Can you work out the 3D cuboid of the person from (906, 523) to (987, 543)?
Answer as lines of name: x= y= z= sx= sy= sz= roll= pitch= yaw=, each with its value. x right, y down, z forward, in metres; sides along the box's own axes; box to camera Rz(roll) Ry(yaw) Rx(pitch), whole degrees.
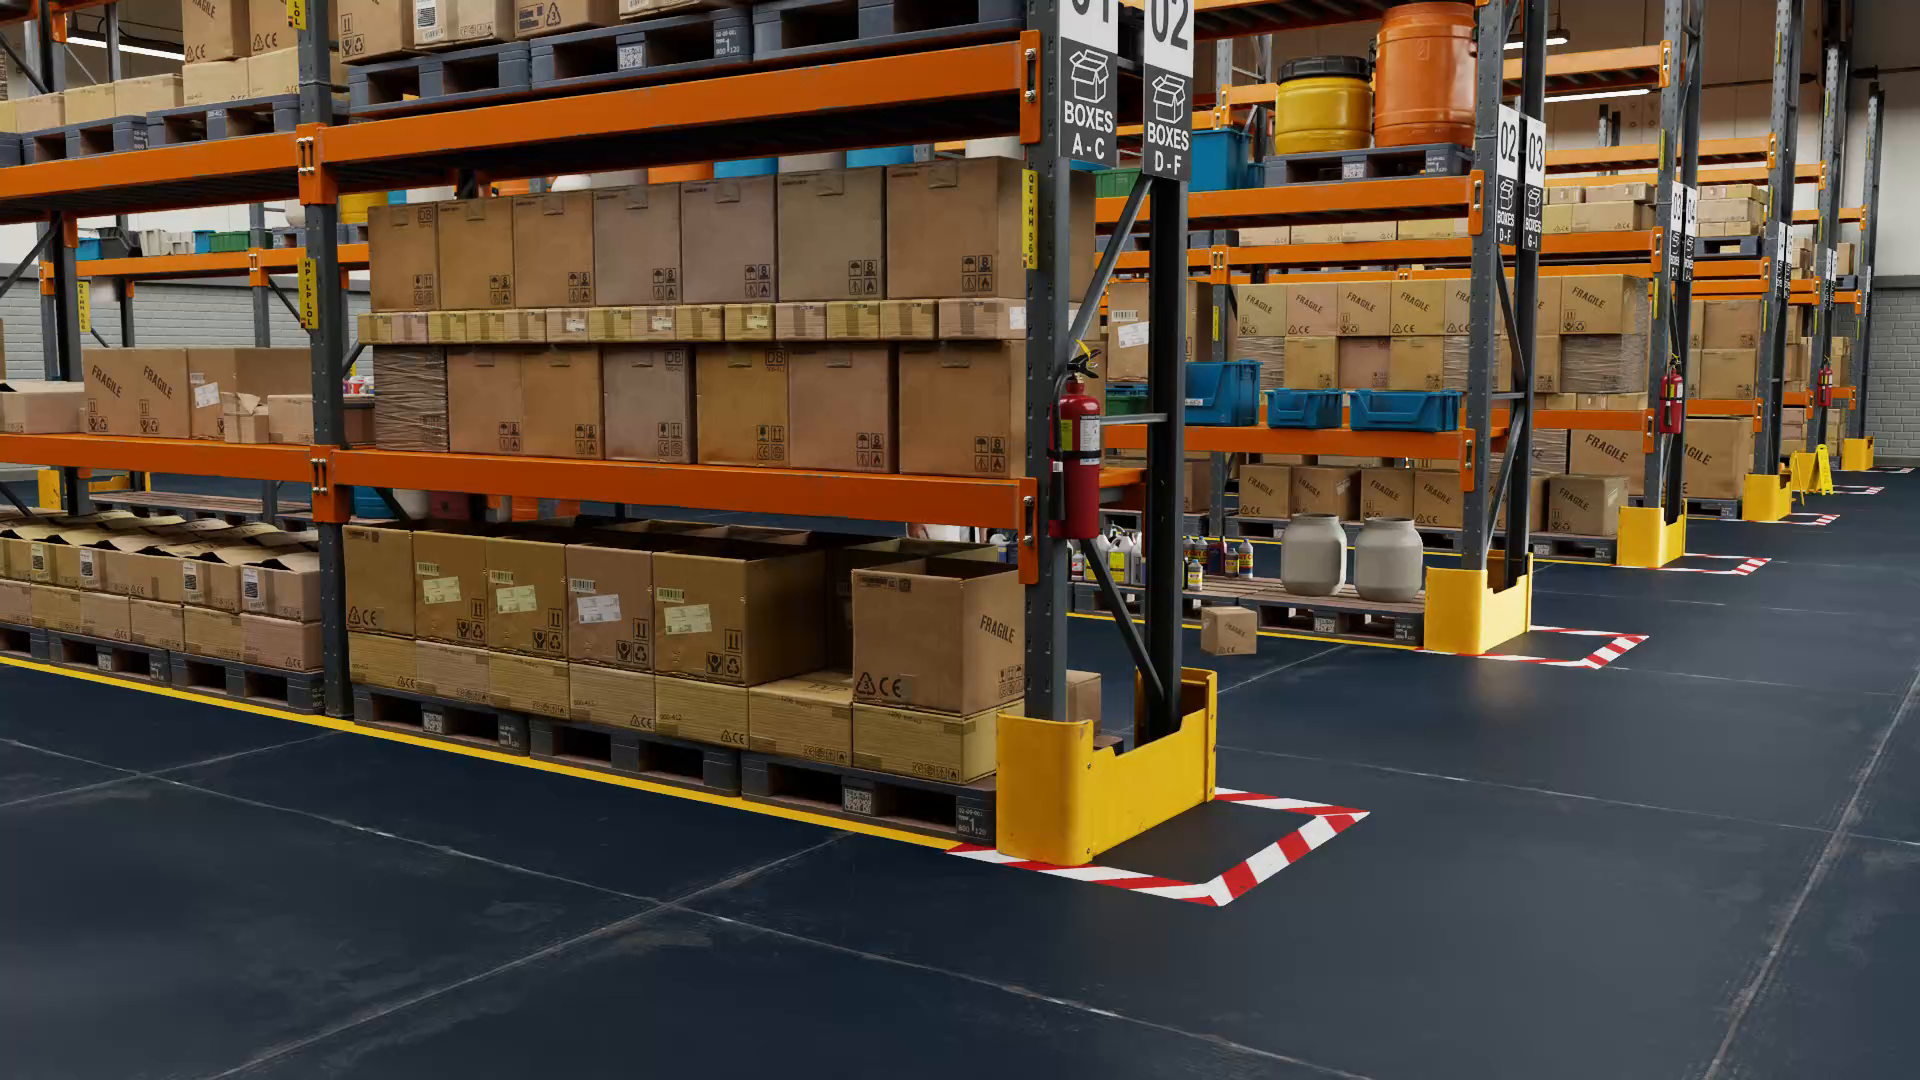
person: x=-0.016 y=-0.062 z=8.317 sx=0.578 sy=1.778 sz=0.697 roll=4 pitch=7 yaw=34
